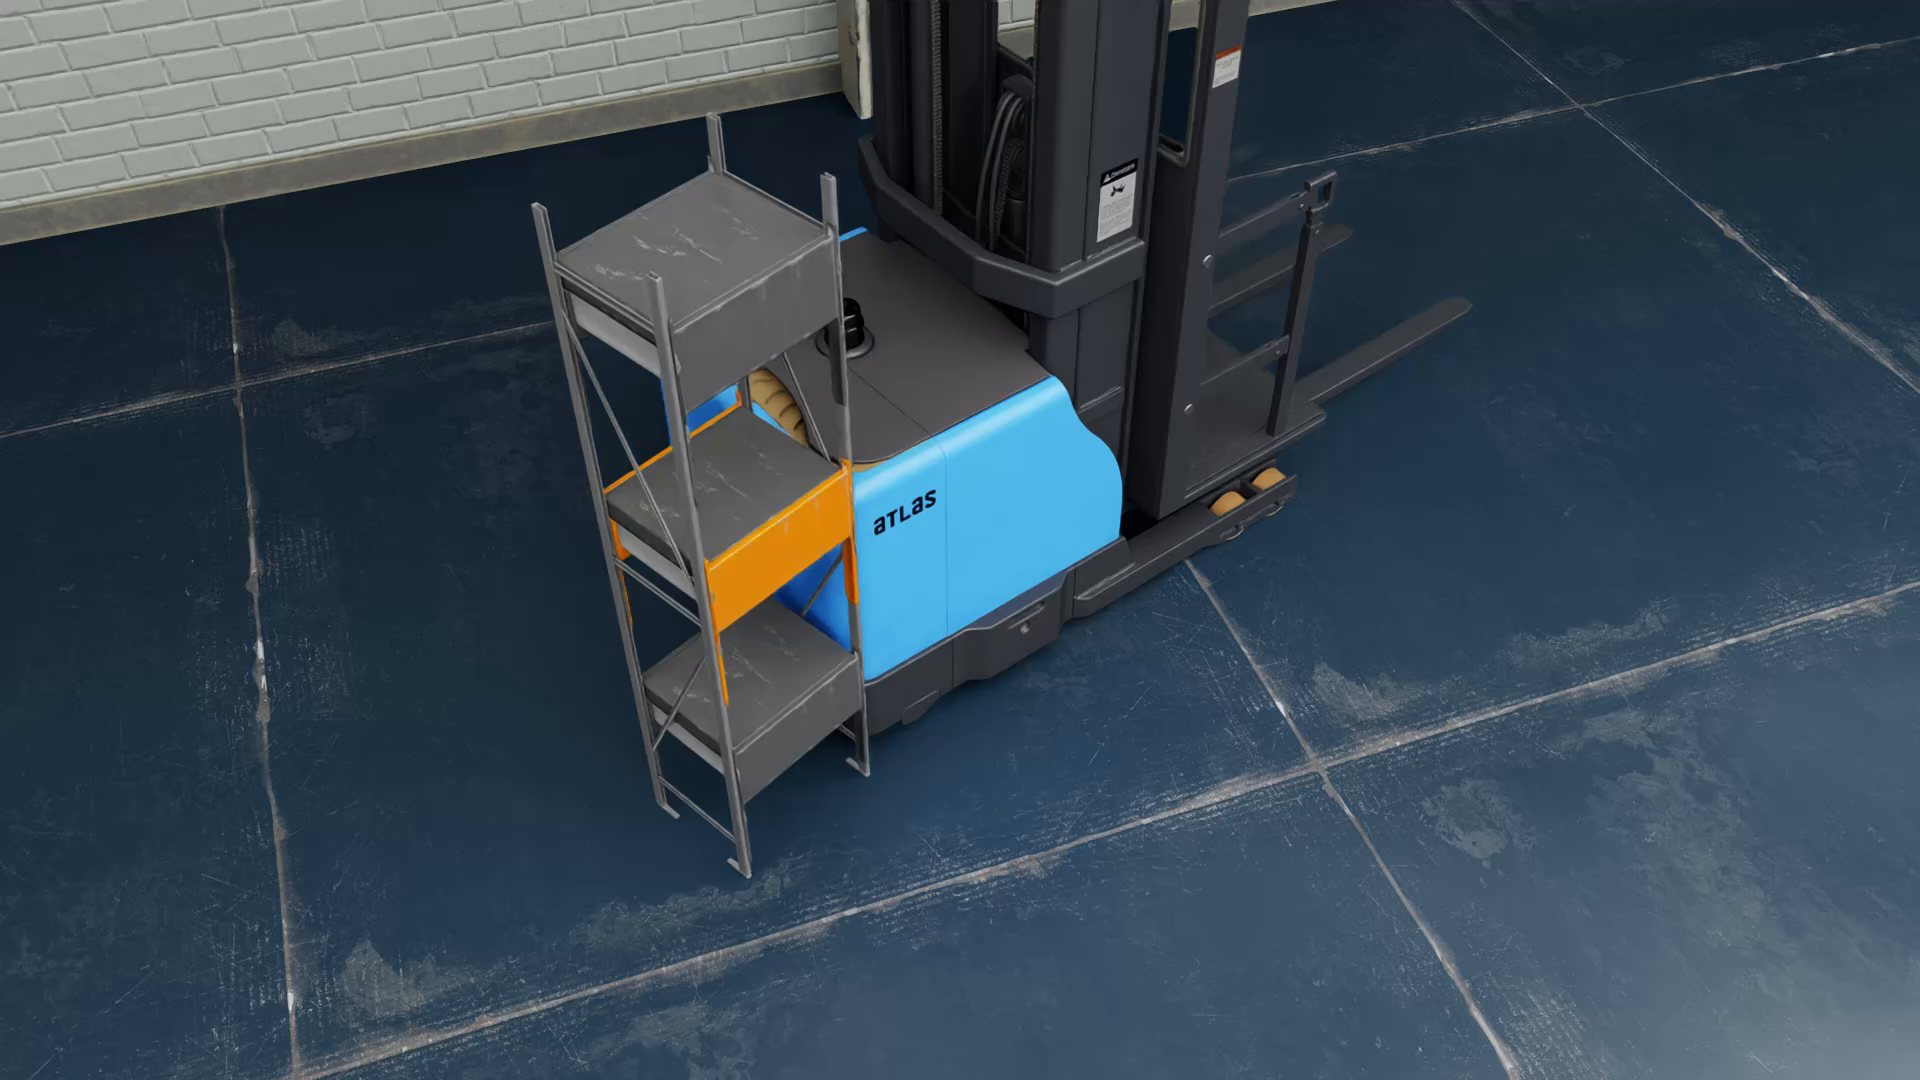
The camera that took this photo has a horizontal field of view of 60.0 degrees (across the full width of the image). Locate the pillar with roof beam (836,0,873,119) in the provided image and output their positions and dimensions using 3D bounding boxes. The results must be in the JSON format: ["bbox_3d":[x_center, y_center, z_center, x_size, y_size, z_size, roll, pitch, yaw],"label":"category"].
[{"bbox_3d":[1.134,-2.403,1.791,0.400,9.000,9.100,-14,47,-14],"label":"pillar with roof beam"}]

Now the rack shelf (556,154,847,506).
[{"bbox_3d":[-0.583,-0.481,3.776,0.431,0.518,0.480,32,53,28],"label":"rack shelf"}]

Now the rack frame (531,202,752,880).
[{"bbox_3d":[-0.748,0.133,4.131,0.400,2.100,0.015,32,53,28],"label":"rack frame"}]

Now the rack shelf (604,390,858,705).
[{"bbox_3d":[-0.586,0.015,4.270,0.431,0.518,0.480,32,53,28],"label":"rack shelf"}]

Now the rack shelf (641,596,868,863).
[{"bbox_3d":[-0.588,0.511,4.764,0.431,0.518,0.480,32,53,28],"label":"rack shelf"}]

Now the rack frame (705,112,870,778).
[{"bbox_3d":[-0.423,-0.122,4.389,0.400,2.100,0.015,32,53,28],"label":"rack frame"}]

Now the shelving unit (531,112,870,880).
[{"bbox_3d":[-0.586,0.005,4.260,0.431,2.100,0.503,32,53,28],"label":"shelving unit"}]

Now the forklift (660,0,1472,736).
[{"bbox_3d":[0.553,-1.306,4.982,3.031,2.935,1.130,-29,52,-26],"label":"forklift"}]
